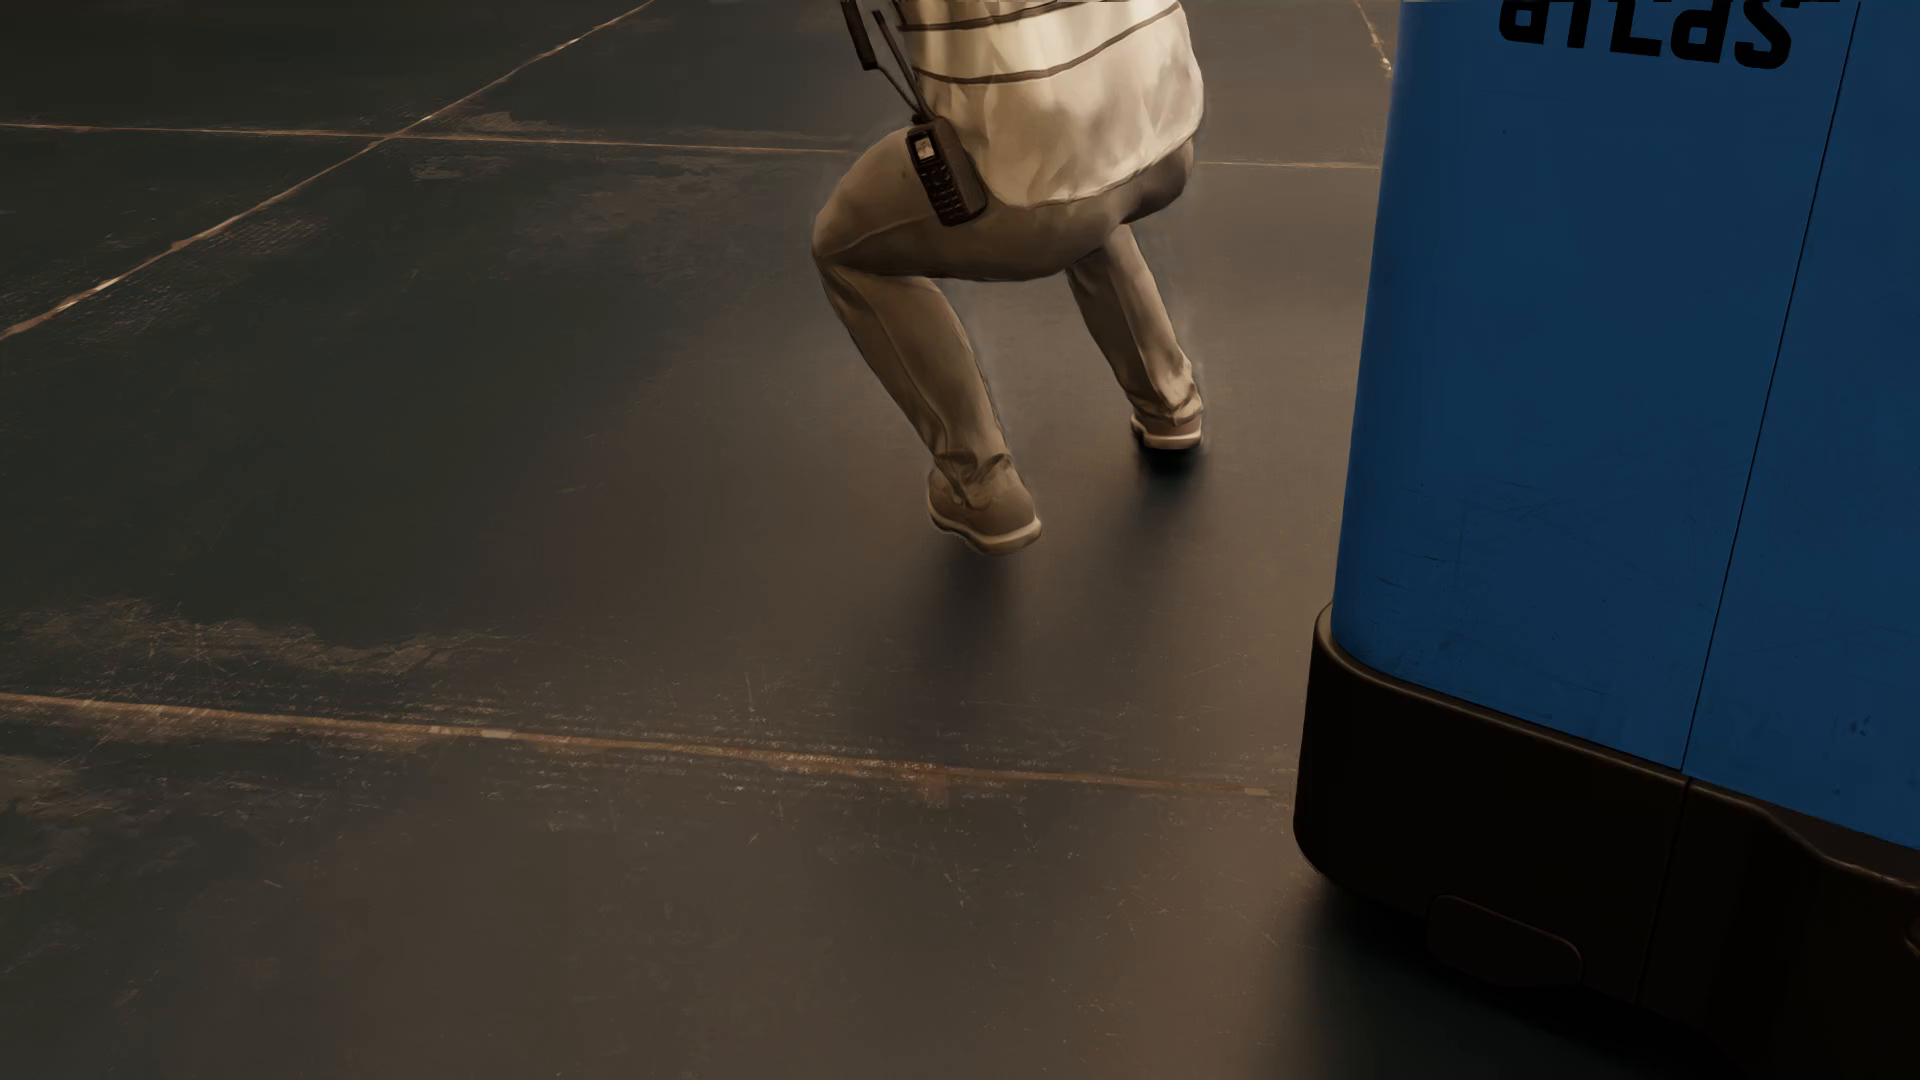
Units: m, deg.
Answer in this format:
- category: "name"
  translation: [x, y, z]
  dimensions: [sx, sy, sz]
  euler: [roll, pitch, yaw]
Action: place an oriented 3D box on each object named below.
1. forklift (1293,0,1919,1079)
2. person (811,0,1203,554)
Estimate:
- category: "forklift"
  translation: [1.833, -0.714, 0.649]
  dimensions: [3.031, 2.935, 1.130]
  euler: [18, 32, 32]
- category: "person"
  translation: [-0.072, -0.572, 2.105]
  dimensions: [0.752, 1.394, 1.503]
  euler: [22, 34, 37]
